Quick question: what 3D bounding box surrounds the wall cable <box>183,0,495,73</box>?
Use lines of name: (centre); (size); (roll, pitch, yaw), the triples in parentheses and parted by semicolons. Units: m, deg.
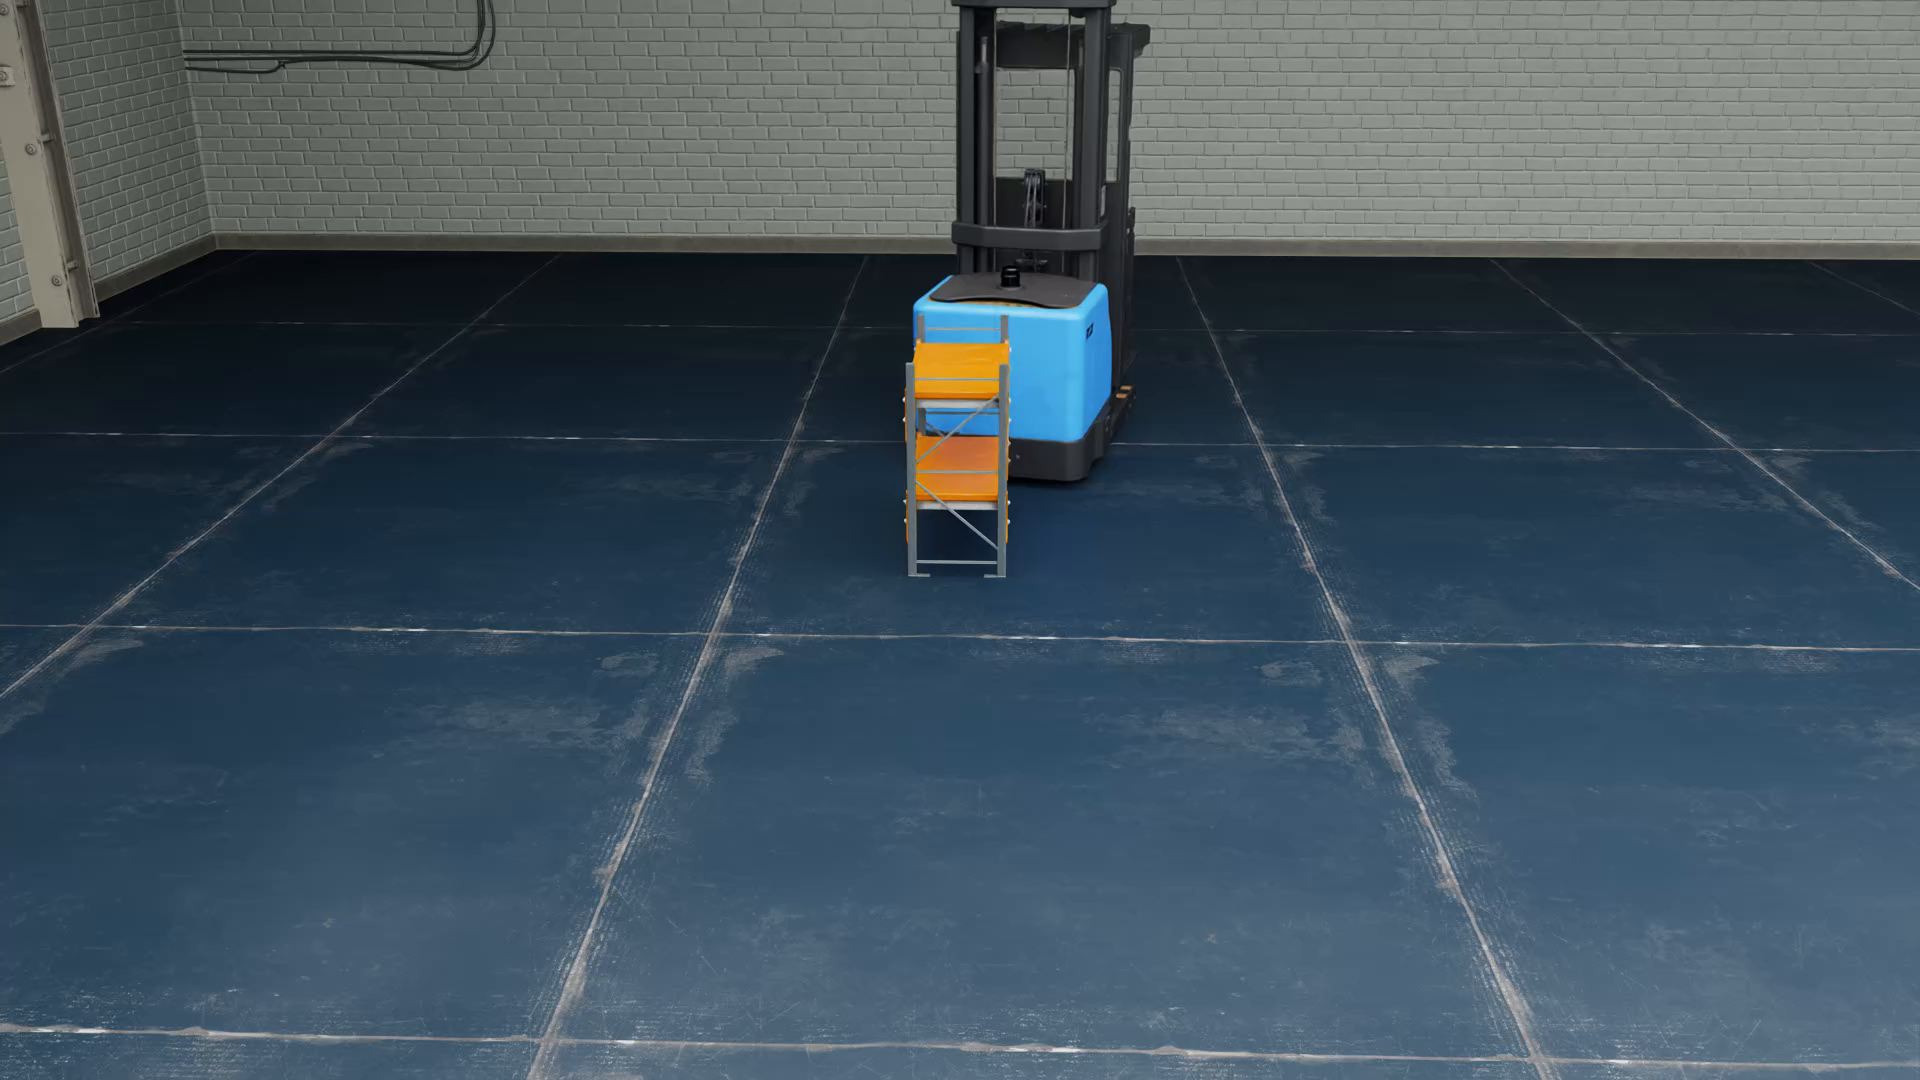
wall cable: (-5.896, -5.591, 15.292); (3.097, 2.526, 0.112); (1, 21, 2)

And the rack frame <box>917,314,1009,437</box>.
rack frame: (0.015, -0.706, 9.293); (0.500, 1.125, 0.032); (1, 21, 2)

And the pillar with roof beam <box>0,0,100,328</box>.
pillar with roof beam: (-3.004, -5.941, 11.900); (9.100, 9.000, 0.400); (1, 21, 2)

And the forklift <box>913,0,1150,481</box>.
forklift: (0.578, -2.211, 10.676); (1.130, 2.935, 3.031); (5, 22, 14)

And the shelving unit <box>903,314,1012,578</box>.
shelving unit: (0.000, -0.522, 8.819); (0.538, 1.125, 1.048); (1, 21, 2)

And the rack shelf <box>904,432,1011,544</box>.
rack shelf: (0.000, -0.294, 8.908); (0.538, 0.278, 1.000); (1, 21, 2)

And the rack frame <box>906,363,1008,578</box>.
rack frame: (-0.016, -0.338, 8.345); (0.500, 1.125, 0.032); (1, 21, 2)

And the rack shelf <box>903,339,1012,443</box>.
rack shelf: (0.000, -0.795, 8.713); (0.538, 0.278, 1.000); (1, 21, 2)
